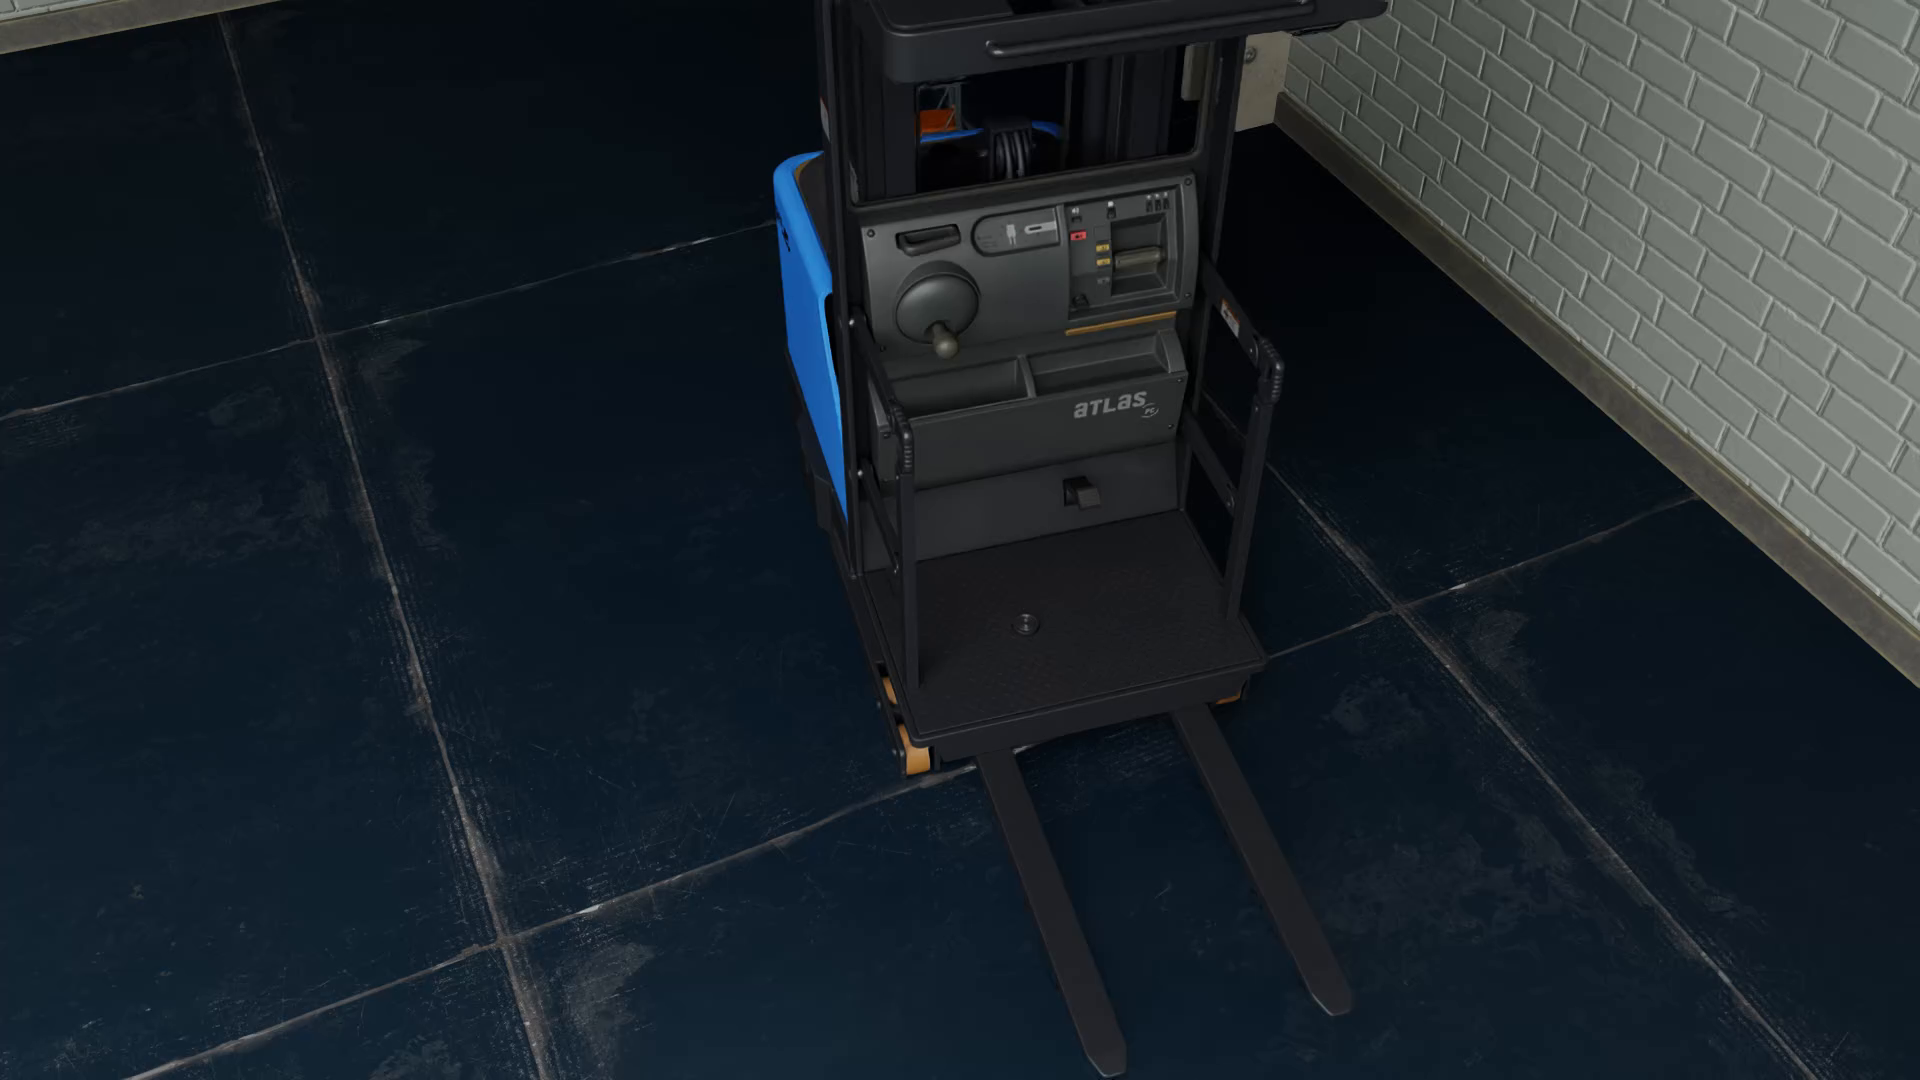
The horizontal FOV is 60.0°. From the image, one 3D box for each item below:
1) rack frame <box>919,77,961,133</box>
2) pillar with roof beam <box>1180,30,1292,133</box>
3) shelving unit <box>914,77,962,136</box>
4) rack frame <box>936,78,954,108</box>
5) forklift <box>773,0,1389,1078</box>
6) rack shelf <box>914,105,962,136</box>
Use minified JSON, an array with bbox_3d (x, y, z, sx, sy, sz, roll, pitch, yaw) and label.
[{"bbox_3d":[-0.109,-1.152,6.036,0.240,1.200,0.006,-6,37,-6],"label":"rack frame"},{"bbox_3d":[-2.642,-3.962,3.358,9.100,9.000,0.400,-18,47,-17],"label":"pillar with roof beam"},{"bbox_3d":[-0.122,-1.207,6.108,0.258,1.200,0.189,-6,37,-6],"label":"shelving unit"},{"bbox_3d":[-0.134,-1.261,6.180,0.240,1.200,0.006,-6,37,-6],"label":"rack frame"},{"bbox_3d":[0.259,-0.648,4.320,1.130,2.935,3.031,-11,46,-11],"label":"forklift"},{"bbox_3d":[-0.127,-1.458,5.917,0.258,0.103,0.180,-6,37,-6],"label":"rack shelf"}]
